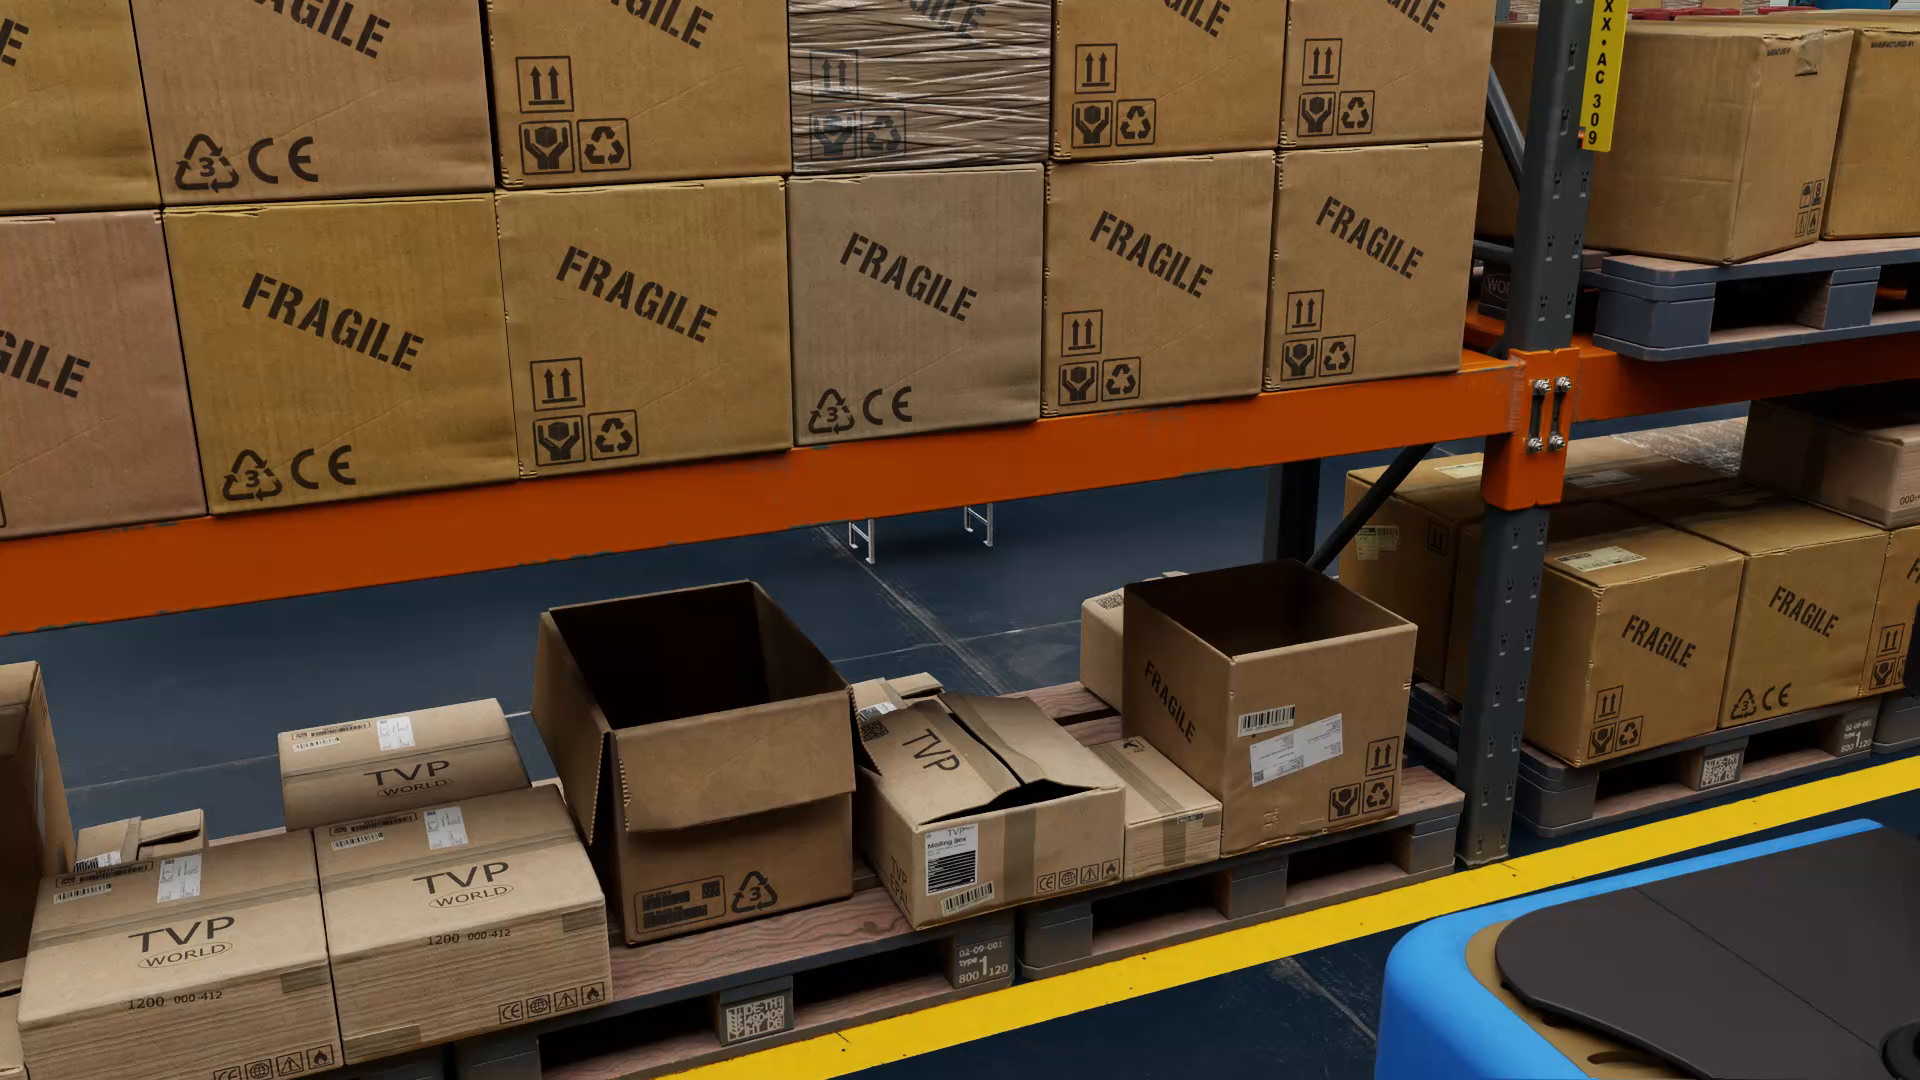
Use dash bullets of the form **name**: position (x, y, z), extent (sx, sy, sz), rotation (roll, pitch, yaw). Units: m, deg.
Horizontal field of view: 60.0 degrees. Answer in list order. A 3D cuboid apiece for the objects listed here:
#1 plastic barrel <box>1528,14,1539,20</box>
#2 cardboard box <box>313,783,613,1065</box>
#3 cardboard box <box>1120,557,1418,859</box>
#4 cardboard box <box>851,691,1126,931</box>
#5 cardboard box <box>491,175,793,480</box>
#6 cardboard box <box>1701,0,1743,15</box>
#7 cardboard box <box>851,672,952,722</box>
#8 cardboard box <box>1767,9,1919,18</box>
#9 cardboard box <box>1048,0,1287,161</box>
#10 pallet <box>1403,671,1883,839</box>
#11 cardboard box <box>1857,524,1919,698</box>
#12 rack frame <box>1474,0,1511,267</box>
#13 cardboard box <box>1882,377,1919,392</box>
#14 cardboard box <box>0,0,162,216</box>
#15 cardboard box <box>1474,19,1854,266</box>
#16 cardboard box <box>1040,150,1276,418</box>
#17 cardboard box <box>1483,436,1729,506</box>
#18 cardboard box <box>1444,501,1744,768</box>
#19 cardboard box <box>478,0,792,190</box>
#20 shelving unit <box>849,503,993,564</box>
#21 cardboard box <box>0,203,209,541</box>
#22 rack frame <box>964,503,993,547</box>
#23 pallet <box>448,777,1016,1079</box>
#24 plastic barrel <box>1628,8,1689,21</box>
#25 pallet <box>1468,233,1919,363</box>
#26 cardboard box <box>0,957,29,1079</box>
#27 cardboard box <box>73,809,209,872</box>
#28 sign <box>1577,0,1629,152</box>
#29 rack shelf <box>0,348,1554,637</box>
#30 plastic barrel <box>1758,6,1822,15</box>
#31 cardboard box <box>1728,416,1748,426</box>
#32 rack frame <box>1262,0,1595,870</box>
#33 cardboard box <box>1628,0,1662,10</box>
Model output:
- **plastic barrel**: position (3.709, -3.038, 10.464), extent (0.421, 0.512, 0.421), rotation (0, 19, 0)
- **cardboard box**: position (-1.008, 0.752, 3.348), extent (0.500, 0.250, 0.500), rotation (-8, 21, -22)
- **cardboard box**: position (0.724, 0.386, 4.011), extent (0.500, 0.500, 0.500), rotation (-8, 21, -22)
- **cardboard box**: position (0.036, 0.574, 3.762), extent (0.500, 0.311, 0.500), rotation (-8, 21, -22)
- **cardboard box**: position (-0.633, -0.446, 3.122), extent (0.500, 0.500, 0.500), rotation (-8, 21, -21)
- **cardboard box**: position (7.306, -5.368, 16.654), extent (0.500, 0.500, 0.875), rotation (-8, 21, -22)
- **cardboard box**: position (-0.126, 0.488, 4.224), extent (0.250, 0.166, 0.380), rotation (-8, 21, -22)
- **cardboard box**: position (2.733, -1.244, 4.755), extent (0.500, 0.500, 0.700), rotation (-15, 24, -36)
- **cardboard box**: position (0.304, -1.052, 3.338), extent (0.500, 0.500, 0.500), rotation (-9, 21, -23)
- **pallet**: position (1.867, 0.450, 4.927), extent (1.213, 0.211, 1.003), rotation (-8, 21, -22)
- **cardboard box**: position (2.623, 0.098, 4.829), extent (0.500, 0.500, 0.500), rotation (-8, 21, -21)
- **rack frame**: position (2.849, -2.784, 9.914), extent (0.127, 3.000, 1.000), rotation (-8, 21, -22)
- **cardboard box**: position (3.054, -0.316, 4.876), extent (0.500, 0.250, 0.500), rotation (-9, 21, -23)
- **cardboard box**: position (-1.549, -0.789, 2.590), extent (0.500, 0.500, 0.500), rotation (-8, 21, -21)
- **cardboard box**: position (1.659, -0.987, 4.025), extent (0.500, 0.500, 0.700), rotation (-17, 26, -40)
- **cardboard box**: position (0.305, -0.582, 3.508), extent (0.500, 0.500, 0.500), rotation (-8, 21, -20)
- **cardboard box**: position (1.932, 0.010, 5.080), extent (0.500, 0.500, 0.500), rotation (-8, 21, -22)
- **cardboard box**: position (1.676, 0.235, 4.439), extent (0.500, 0.500, 0.500), rotation (-9, 21, -24)
- **cardboard box**: position (-0.621, -0.920, 2.963), extent (0.500, 0.500, 0.500), rotation (-8, 21, -22)
- **shelving unit**: position (-0.152, -0.544, 6.261), extent (0.503, 1.200, 0.258), rotation (-8, 21, -22)
- **cardboard box**: position (-1.554, -0.316, 2.751), extent (0.500, 0.500, 0.500), rotation (-8, 21, -22)
- **rack frame**: position (0.072, -0.576, 6.352), extent (0.015, 1.200, 0.240), rotation (-8, 21, -22)
- **pallet**: position (-0.618, 0.820, 3.876), extent (1.213, 0.211, 1.003), rotation (-8, 21, -22)
- **plastic barrel**: position (4.486, -3.162, 10.782), extent (0.433, 0.535, 0.433), rotation (0, 19, 0)
- **pallet**: position (1.912, -0.728, 4.364), extent (1.213, 0.211, 1.003), rotation (-8, 21, -22)
- **cardboard box**: position (-1.788, 0.925, 2.983), extent (0.250, 0.166, 0.380), rotation (-8, 21, -22)
- **cardboard box**: position (-1.729, 0.735, 3.520), extent (0.250, 0.166, 0.380), rotation (-8, 21, -22)
- **sign**: position (1.357, -0.991, 3.517), extent (0.005, 0.325, 0.100), rotation (-8, 21, -22)
- **rack shelf**: position (-0.701, -0.145, 3.500), extent (4.000, 0.370, 1.077), rotation (-8, 21, -22)
- **plastic barrel**: position (5.557, -3.316, 11.218), extent (0.433, 0.535, 0.433), rotation (0, 19, 0)
- **cardboard box**: position (2.859, -0.124, 5.459), extent (0.500, 0.500, 0.500), rotation (-9, 21, -24)
- **rack frame**: position (1.135, -0.747, 4.128), extent (0.127, 3.000, 1.000), rotation (-8, 21, -22)
- **cardboard box**: position (6.366, -5.254, 16.328), extent (0.500, 0.500, 0.875), rotation (-8, 21, -22)
